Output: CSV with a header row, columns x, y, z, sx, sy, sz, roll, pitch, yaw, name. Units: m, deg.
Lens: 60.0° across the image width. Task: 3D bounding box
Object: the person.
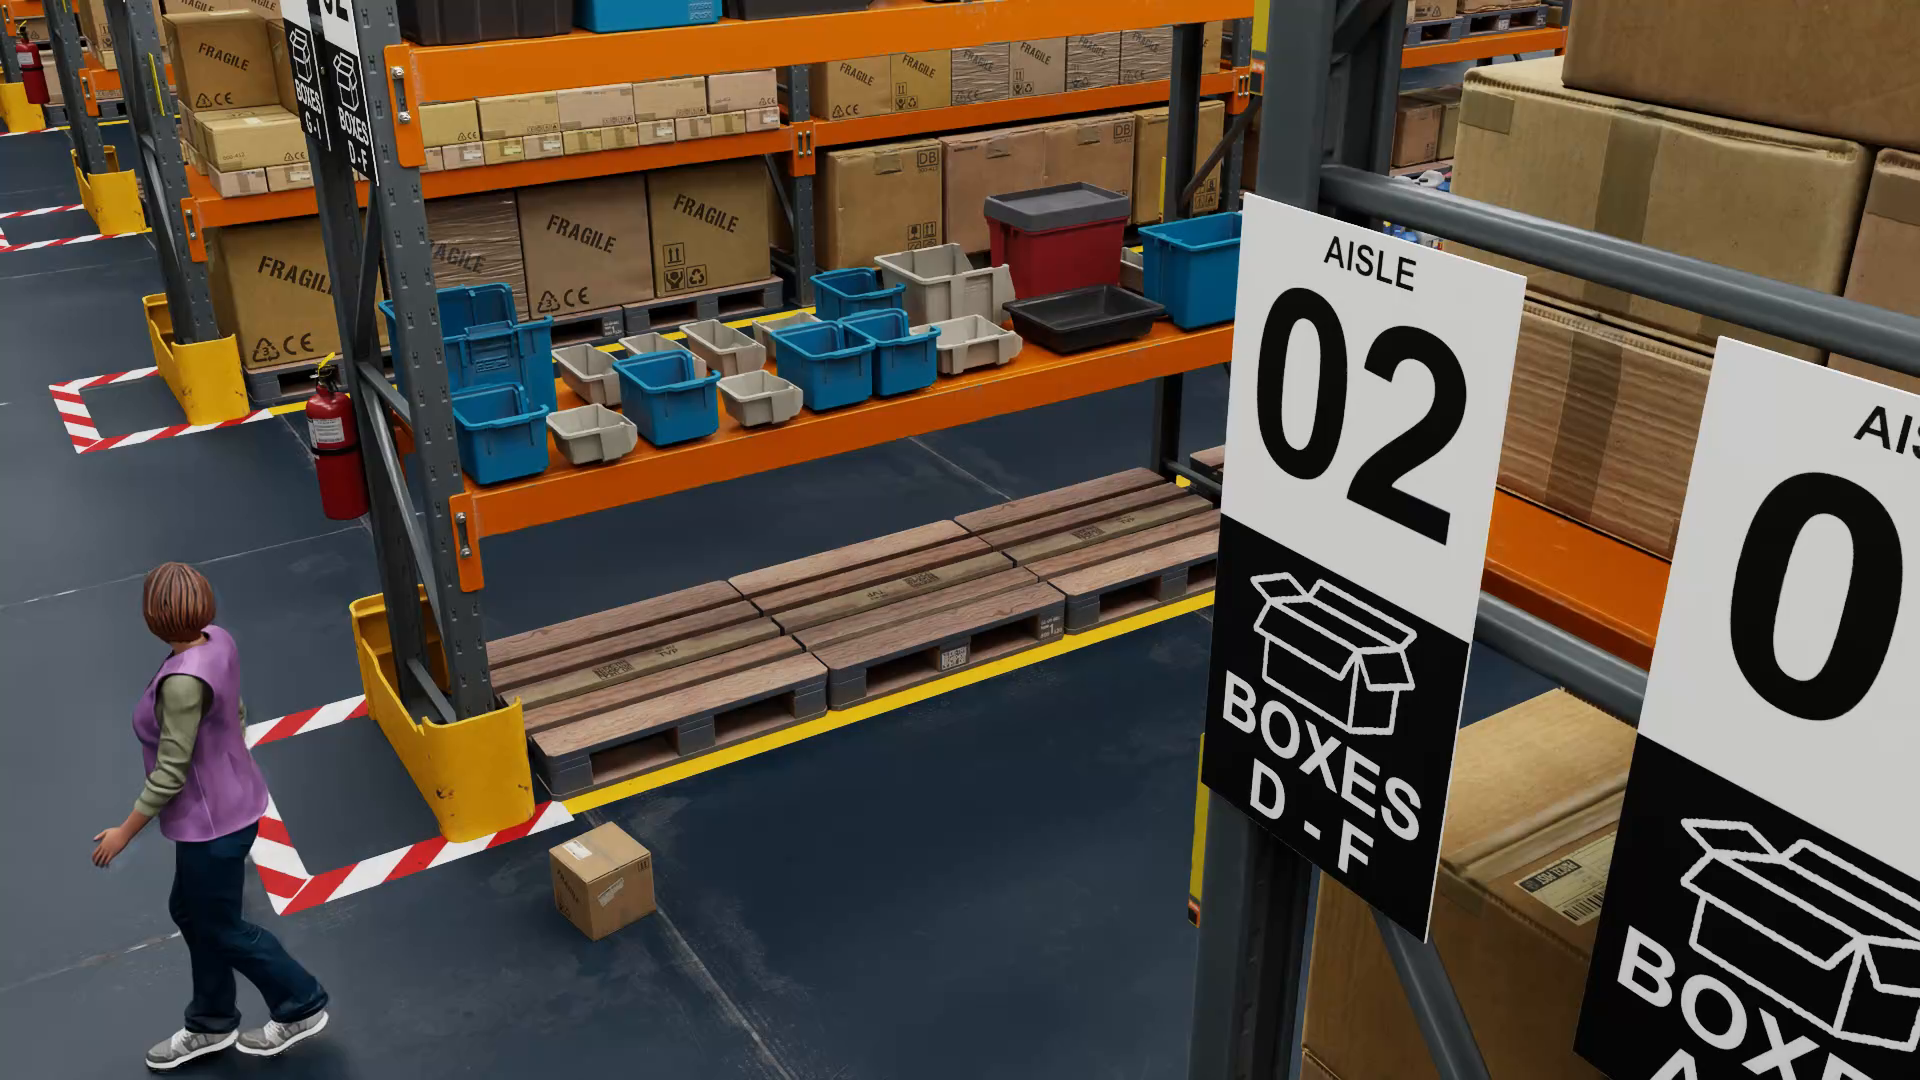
x,y,z,sx,sy,sz,roll,pitch,yaw,name
-2.248,0.826,4.893,0.550,1.588,0.446,-7,26,-14,person
